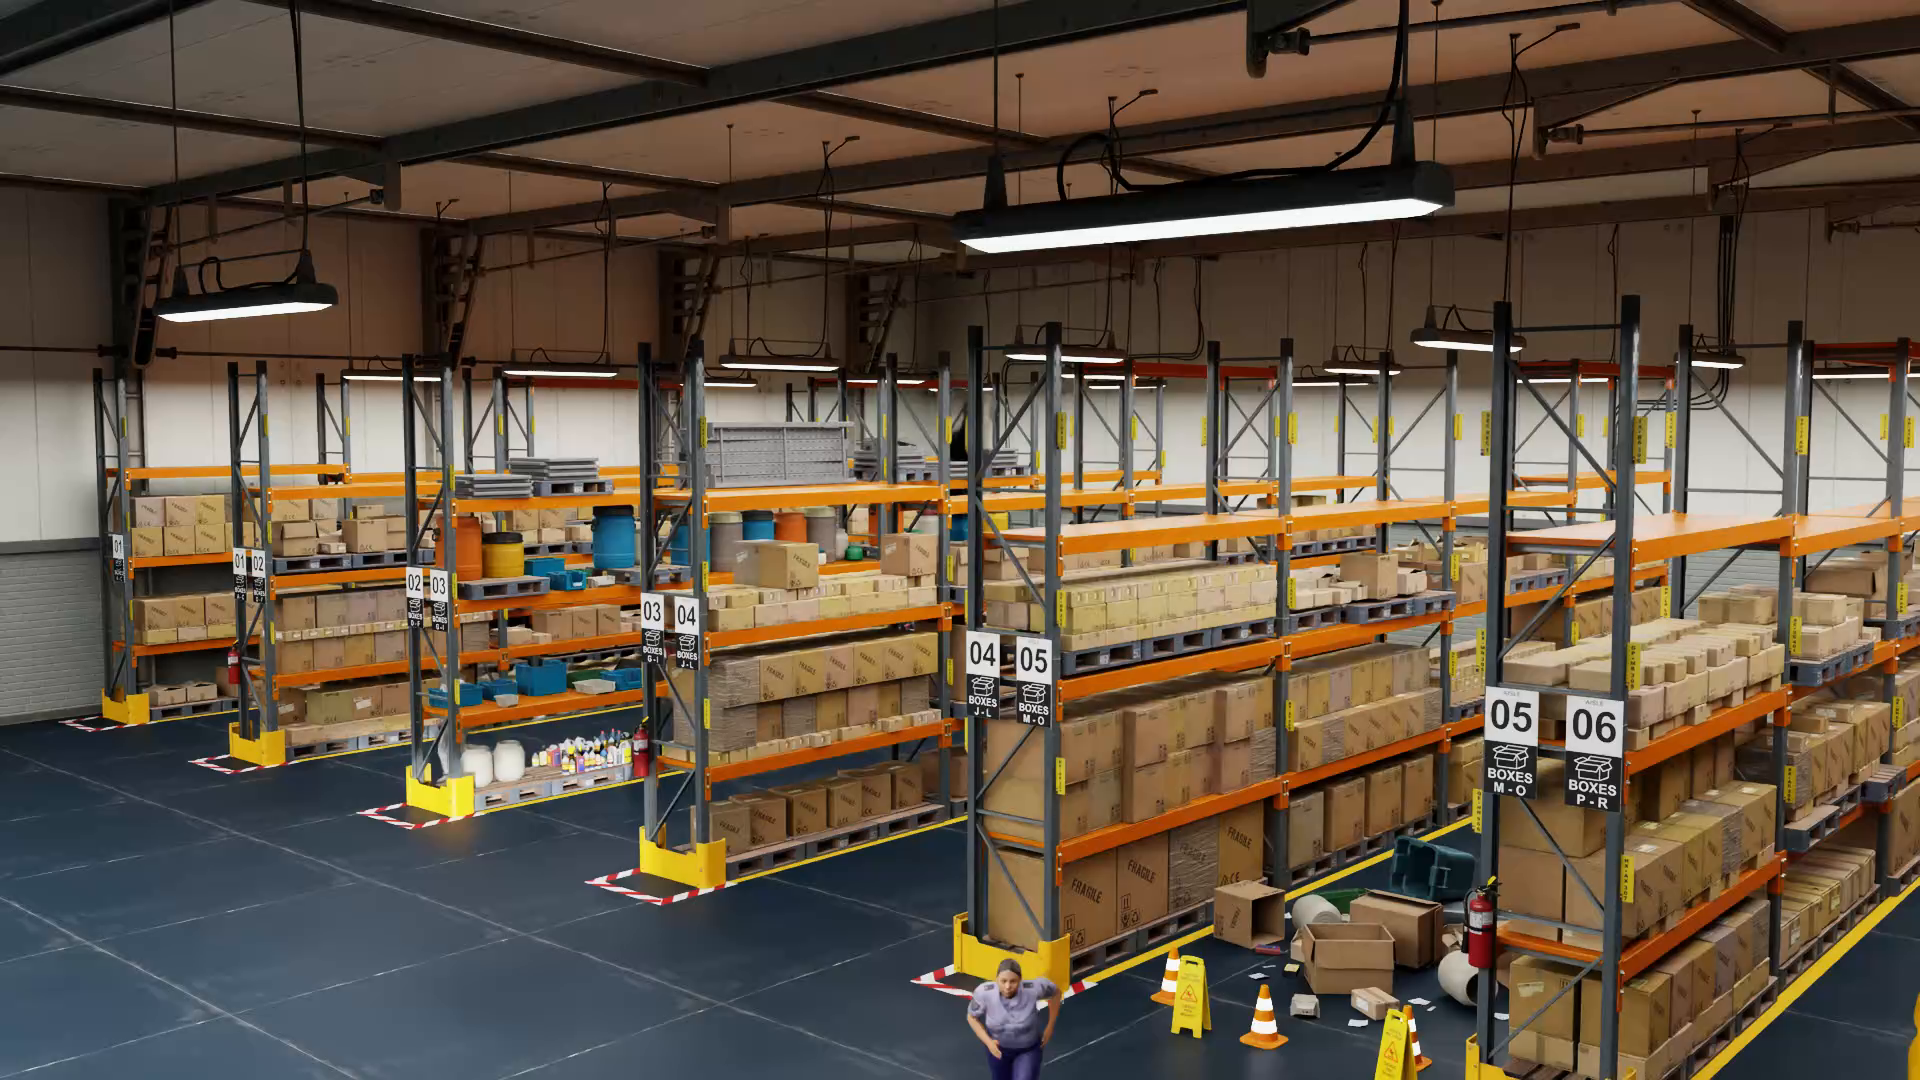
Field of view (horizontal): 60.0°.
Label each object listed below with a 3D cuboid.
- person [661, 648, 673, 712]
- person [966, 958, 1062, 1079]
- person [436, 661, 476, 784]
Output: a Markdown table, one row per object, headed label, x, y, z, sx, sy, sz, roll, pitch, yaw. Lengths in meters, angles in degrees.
| label | x | y | z | sx | sy | sz | roll | pitch | yaw |
| --- | --- | --- | --- | --- | --- | --- | --- | --- | --- |
| person | -4.789 | 2.314 | 26.941 | 0.705 | 1.778 | 1.188 | 3 | 5 | 36 |
| person | 0.377 | 3.566 | 11.501 | 0.648 | 1.612 | 0.963 | 0 | 4 | 4 |
| person | -7.153 | 2.558 | 23.743 | 0.647 | 1.748 | 0.830 | 3 | 5 | 35 |
